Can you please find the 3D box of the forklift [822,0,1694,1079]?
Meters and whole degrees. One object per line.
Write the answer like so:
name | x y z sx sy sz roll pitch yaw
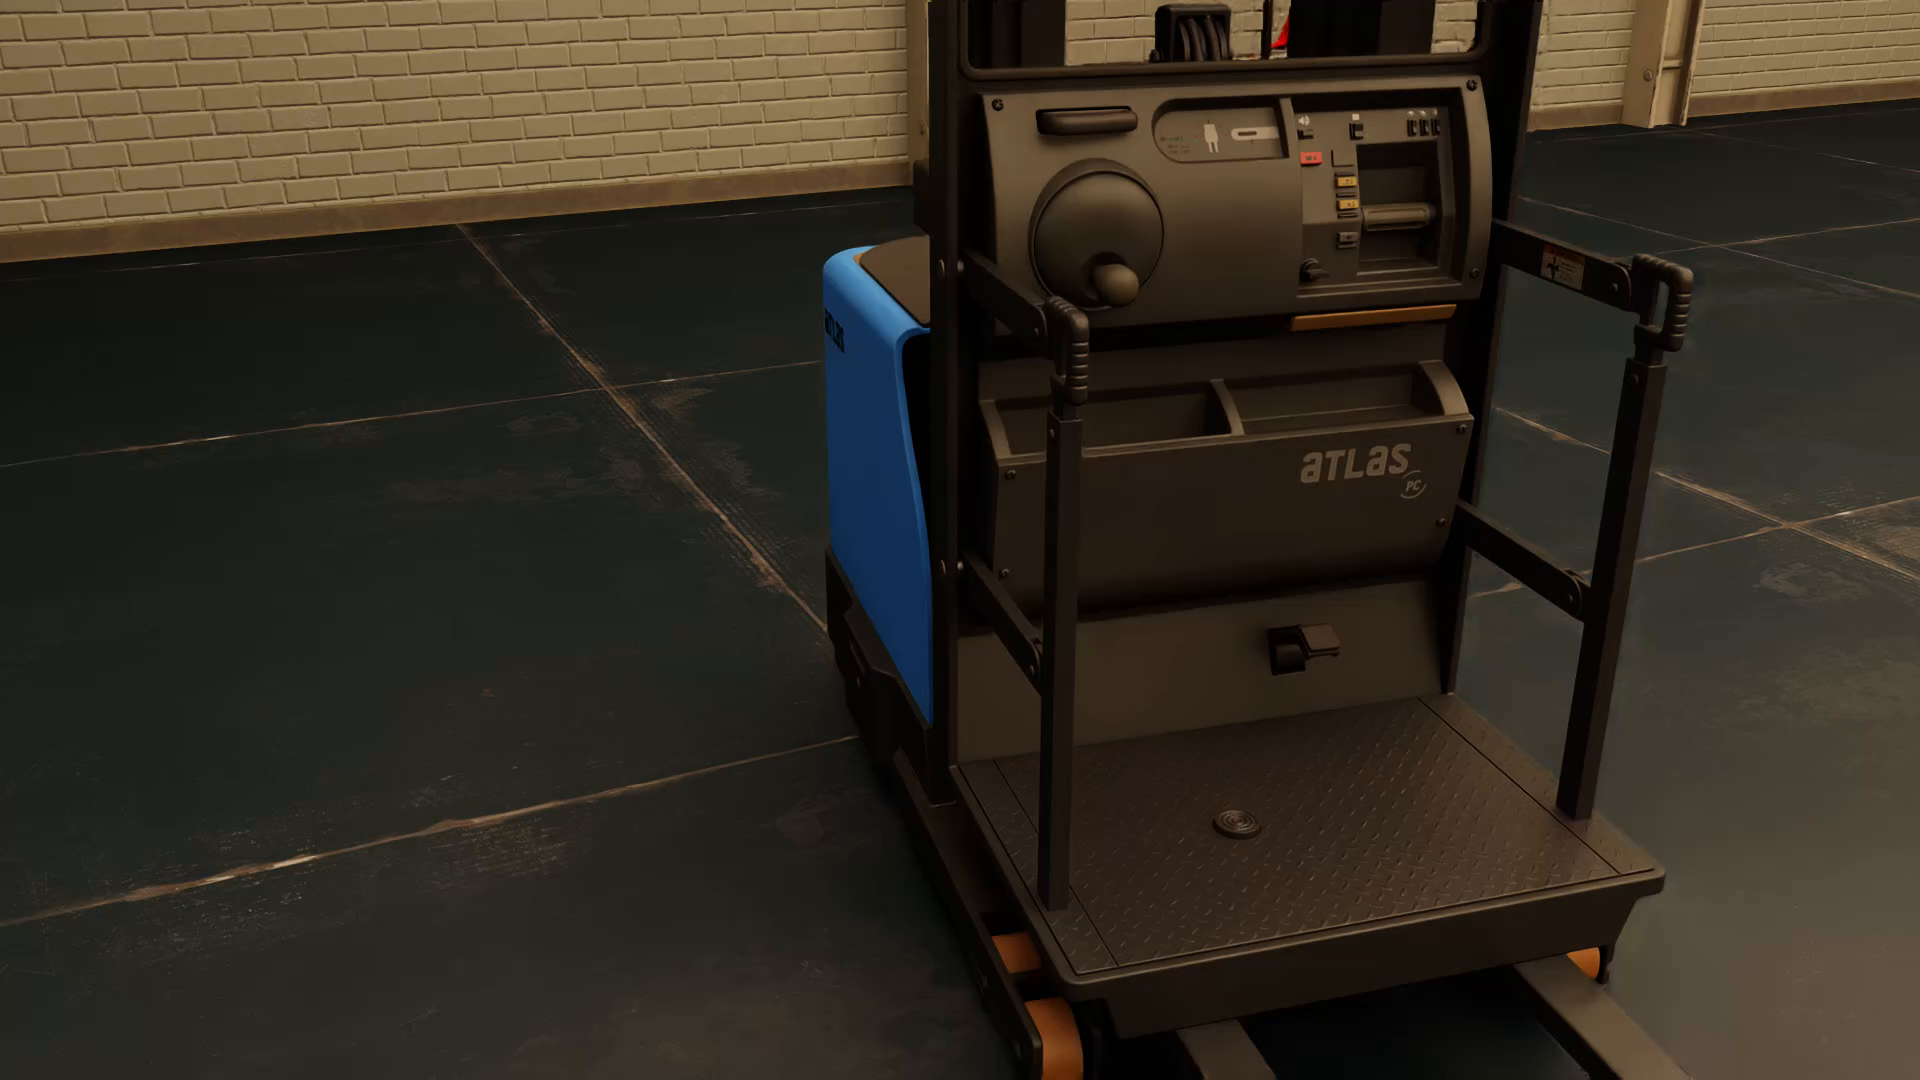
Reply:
forklift | 0.553 -0.576 2.673 1.130 2.935 3.031 -6 23 -15

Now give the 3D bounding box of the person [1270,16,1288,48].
person | 1.115 -0.875 5.223 0.710 1.559 0.725 6 23 13
